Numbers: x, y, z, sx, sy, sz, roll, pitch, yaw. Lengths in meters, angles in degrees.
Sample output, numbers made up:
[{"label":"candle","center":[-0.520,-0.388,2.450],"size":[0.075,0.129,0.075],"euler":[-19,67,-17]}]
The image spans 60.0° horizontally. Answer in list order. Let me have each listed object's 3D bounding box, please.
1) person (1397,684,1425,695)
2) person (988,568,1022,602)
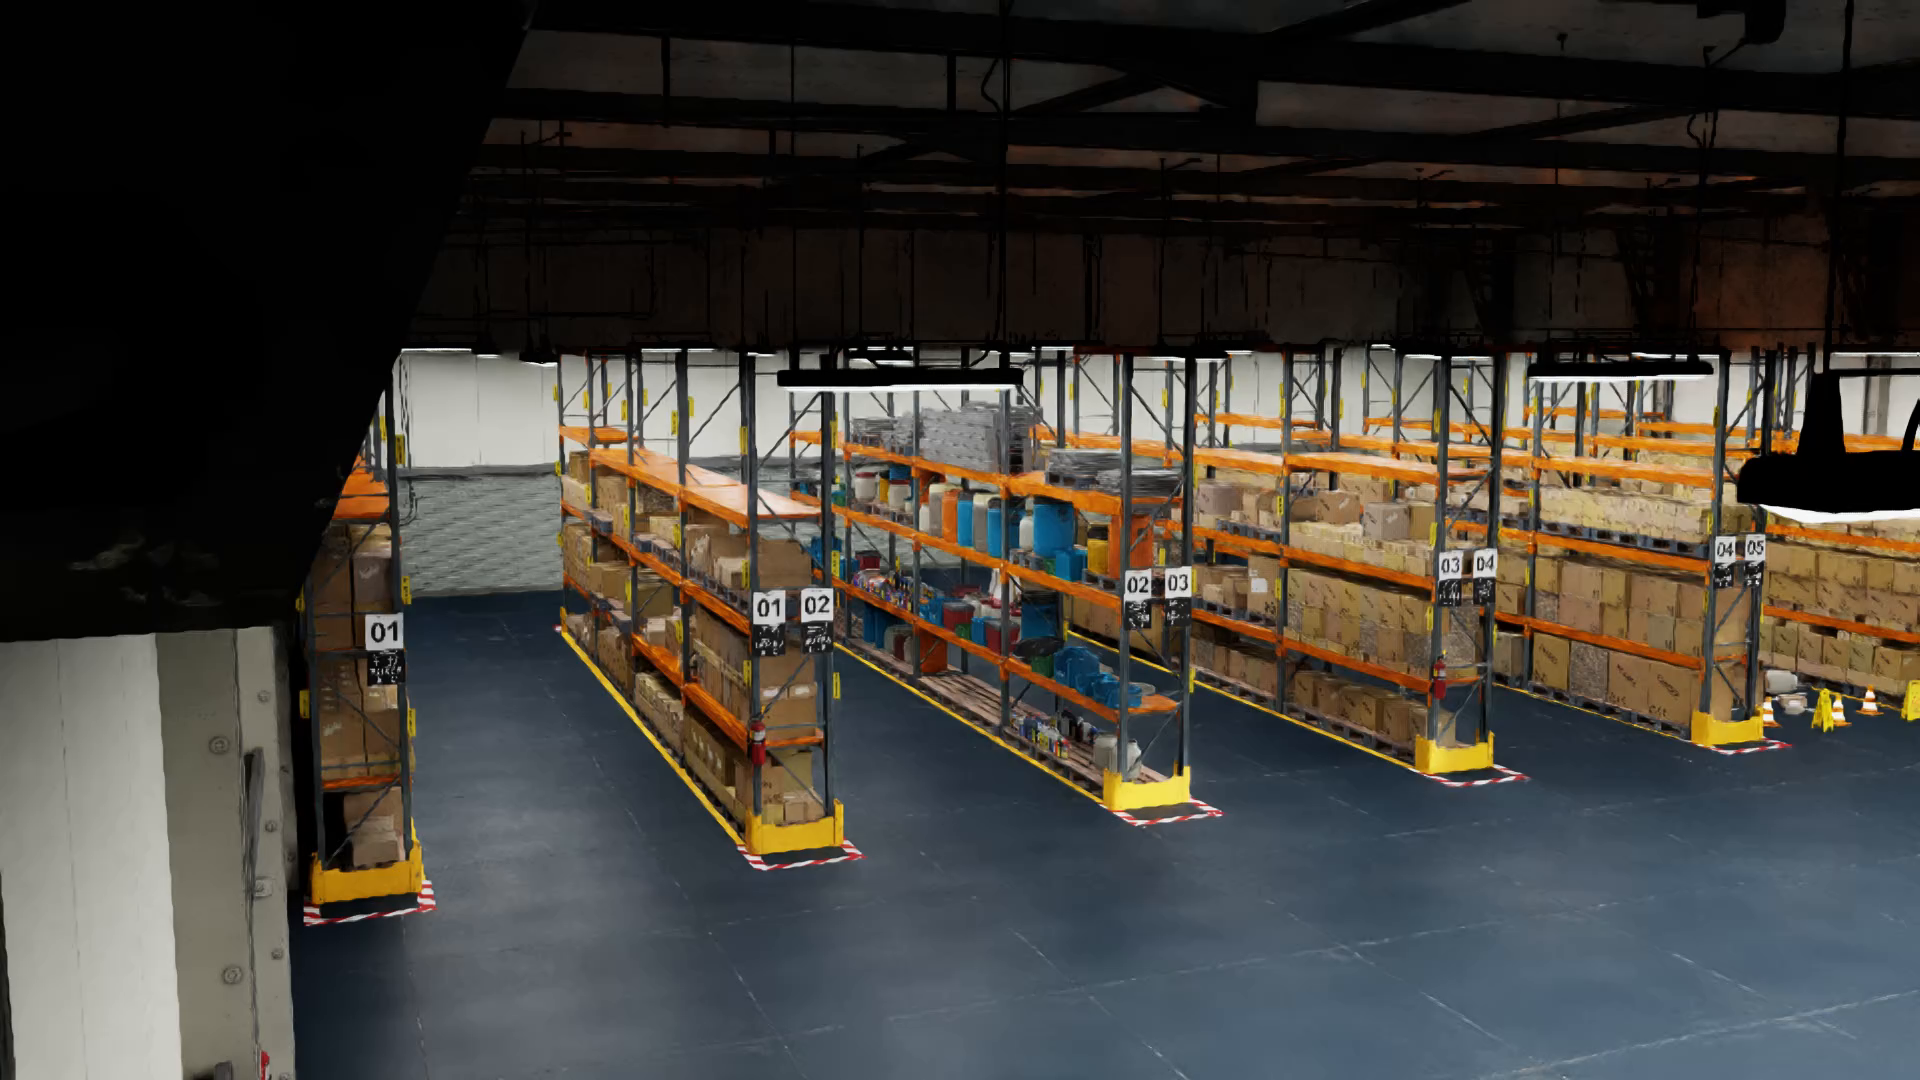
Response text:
[{"label":"person","center":[7.920,1.894,28.764],"size":[0.625,1.611,0.582],"euler":[-3,8,-22]},{"label":"person","center":[0.950,1.108,34.386],"size":[0.598,1.724,1.111],"euler":[-3,8,-22]}]
